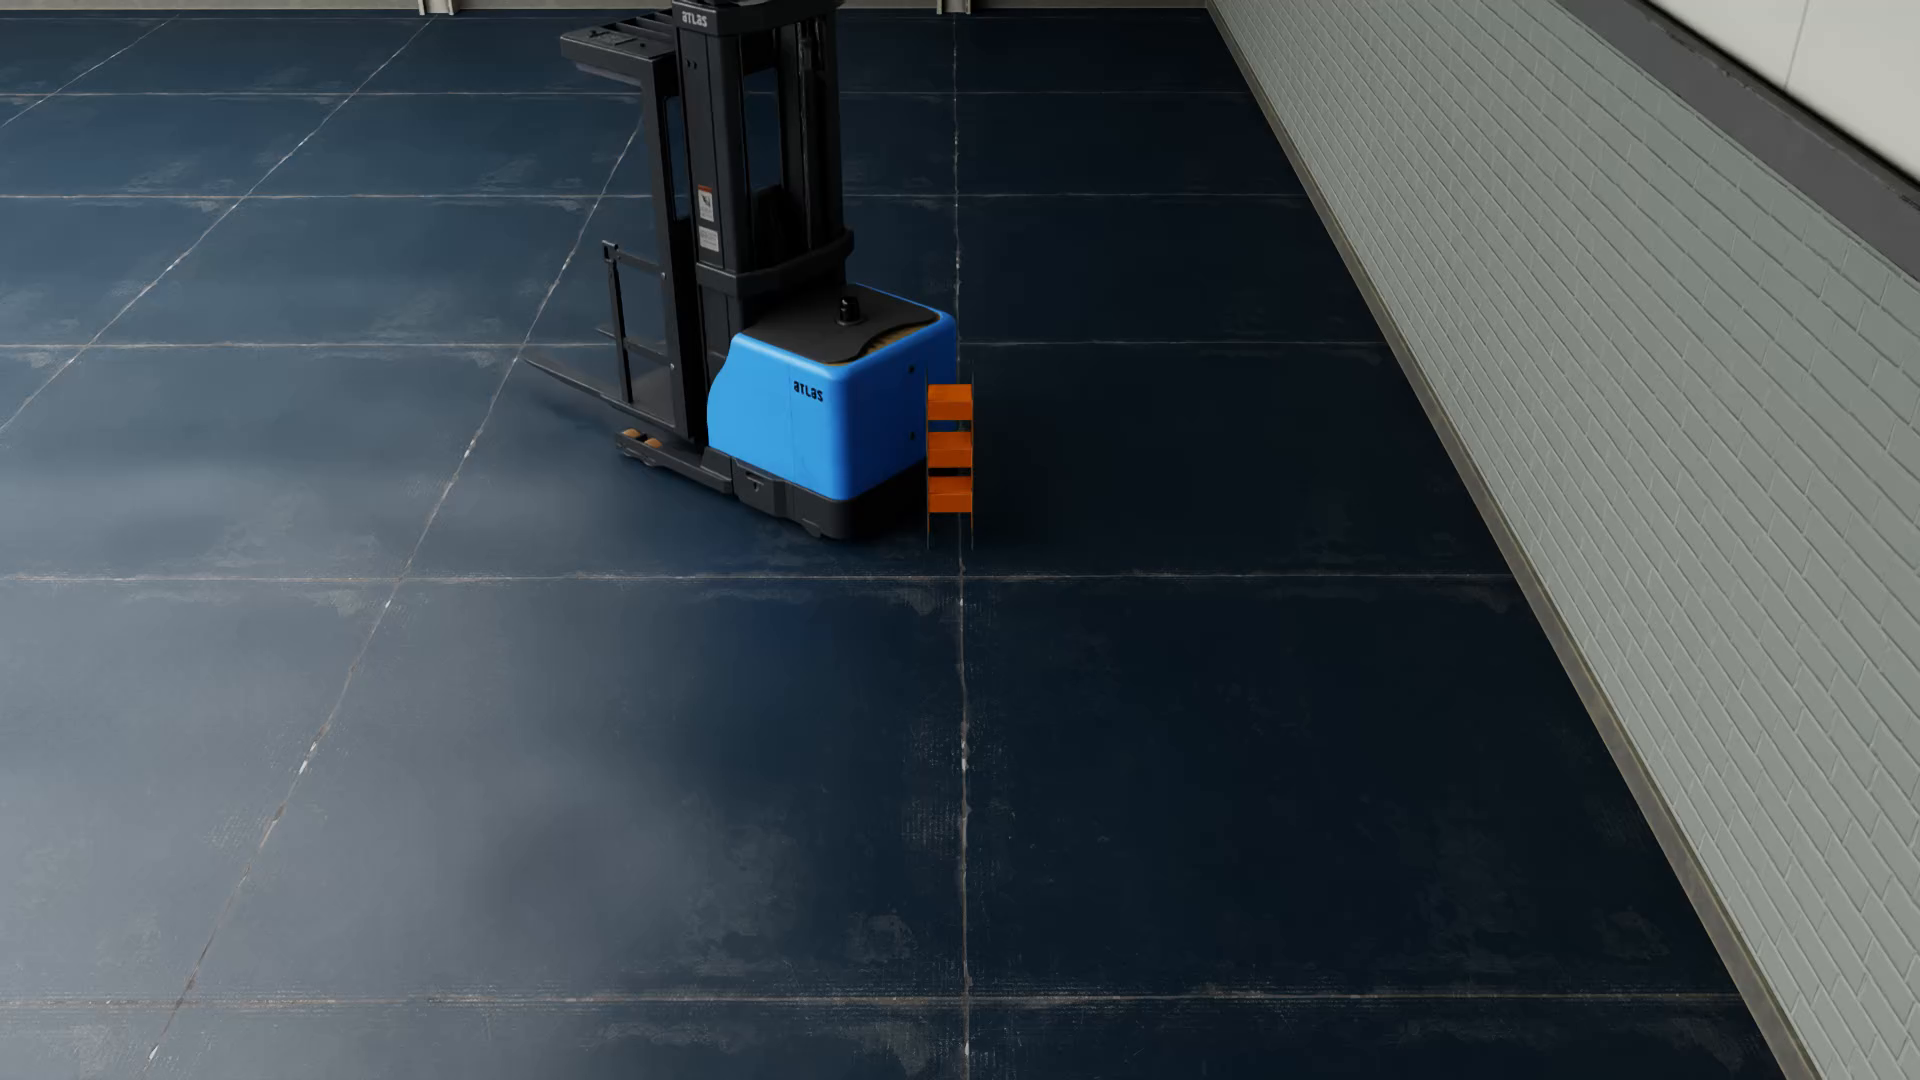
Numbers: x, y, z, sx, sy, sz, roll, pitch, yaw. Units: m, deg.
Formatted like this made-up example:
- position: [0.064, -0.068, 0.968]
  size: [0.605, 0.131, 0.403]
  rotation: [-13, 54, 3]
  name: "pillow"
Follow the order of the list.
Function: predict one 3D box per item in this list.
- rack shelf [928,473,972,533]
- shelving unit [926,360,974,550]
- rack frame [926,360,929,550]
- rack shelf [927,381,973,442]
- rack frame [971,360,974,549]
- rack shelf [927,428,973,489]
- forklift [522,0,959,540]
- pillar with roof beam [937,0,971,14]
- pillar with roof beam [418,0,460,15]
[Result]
- position: [-0.054, -0.202, 9.127]
  size: [0.240, 0.259, 0.215]
  rotation: [0, 31, 0]
  name: "rack shelf"
- position: [-0.054, -0.449, 8.977]
  size: [0.252, 1.050, 0.215]
  rotation: [0, 31, 0]
  name: "shelving unit"
- position: [-0.176, -0.448, 8.977]
  size: [0.008, 1.050, 0.200]
  rotation: [0, 31, 0]
  name: "rack frame"
- position: [-0.054, -0.682, 8.836]
  size: [0.240, 0.259, 0.215]
  rotation: [0, 31, 0]
  name: "rack shelf"
- position: [0.068, -0.449, 8.978]
  size: [0.008, 1.050, 0.200]
  rotation: [0, 31, 0]
  name: "rack frame"
- position: [-0.054, -0.440, 8.983]
  size: [0.240, 0.259, 0.215]
  rotation: [0, 31, 0]
  name: "rack shelf"
- position: [-1.461, -1.881, 9.524]
  size: [3.031, 2.935, 1.130]
  rotation: [23, 38, 33]
  name: "forklift"
- position: [-0.044, -7.806, 13.440]
  size: [0.400, 9.000, 9.100]
  rotation: [0, 31, 0]
  name: "pillar with roof beam"
- position: [-6.043, -7.787, 13.409]
  size: [0.400, 9.000, 9.100]
  rotation: [0, 31, 0]
  name: "pillar with roof beam"
